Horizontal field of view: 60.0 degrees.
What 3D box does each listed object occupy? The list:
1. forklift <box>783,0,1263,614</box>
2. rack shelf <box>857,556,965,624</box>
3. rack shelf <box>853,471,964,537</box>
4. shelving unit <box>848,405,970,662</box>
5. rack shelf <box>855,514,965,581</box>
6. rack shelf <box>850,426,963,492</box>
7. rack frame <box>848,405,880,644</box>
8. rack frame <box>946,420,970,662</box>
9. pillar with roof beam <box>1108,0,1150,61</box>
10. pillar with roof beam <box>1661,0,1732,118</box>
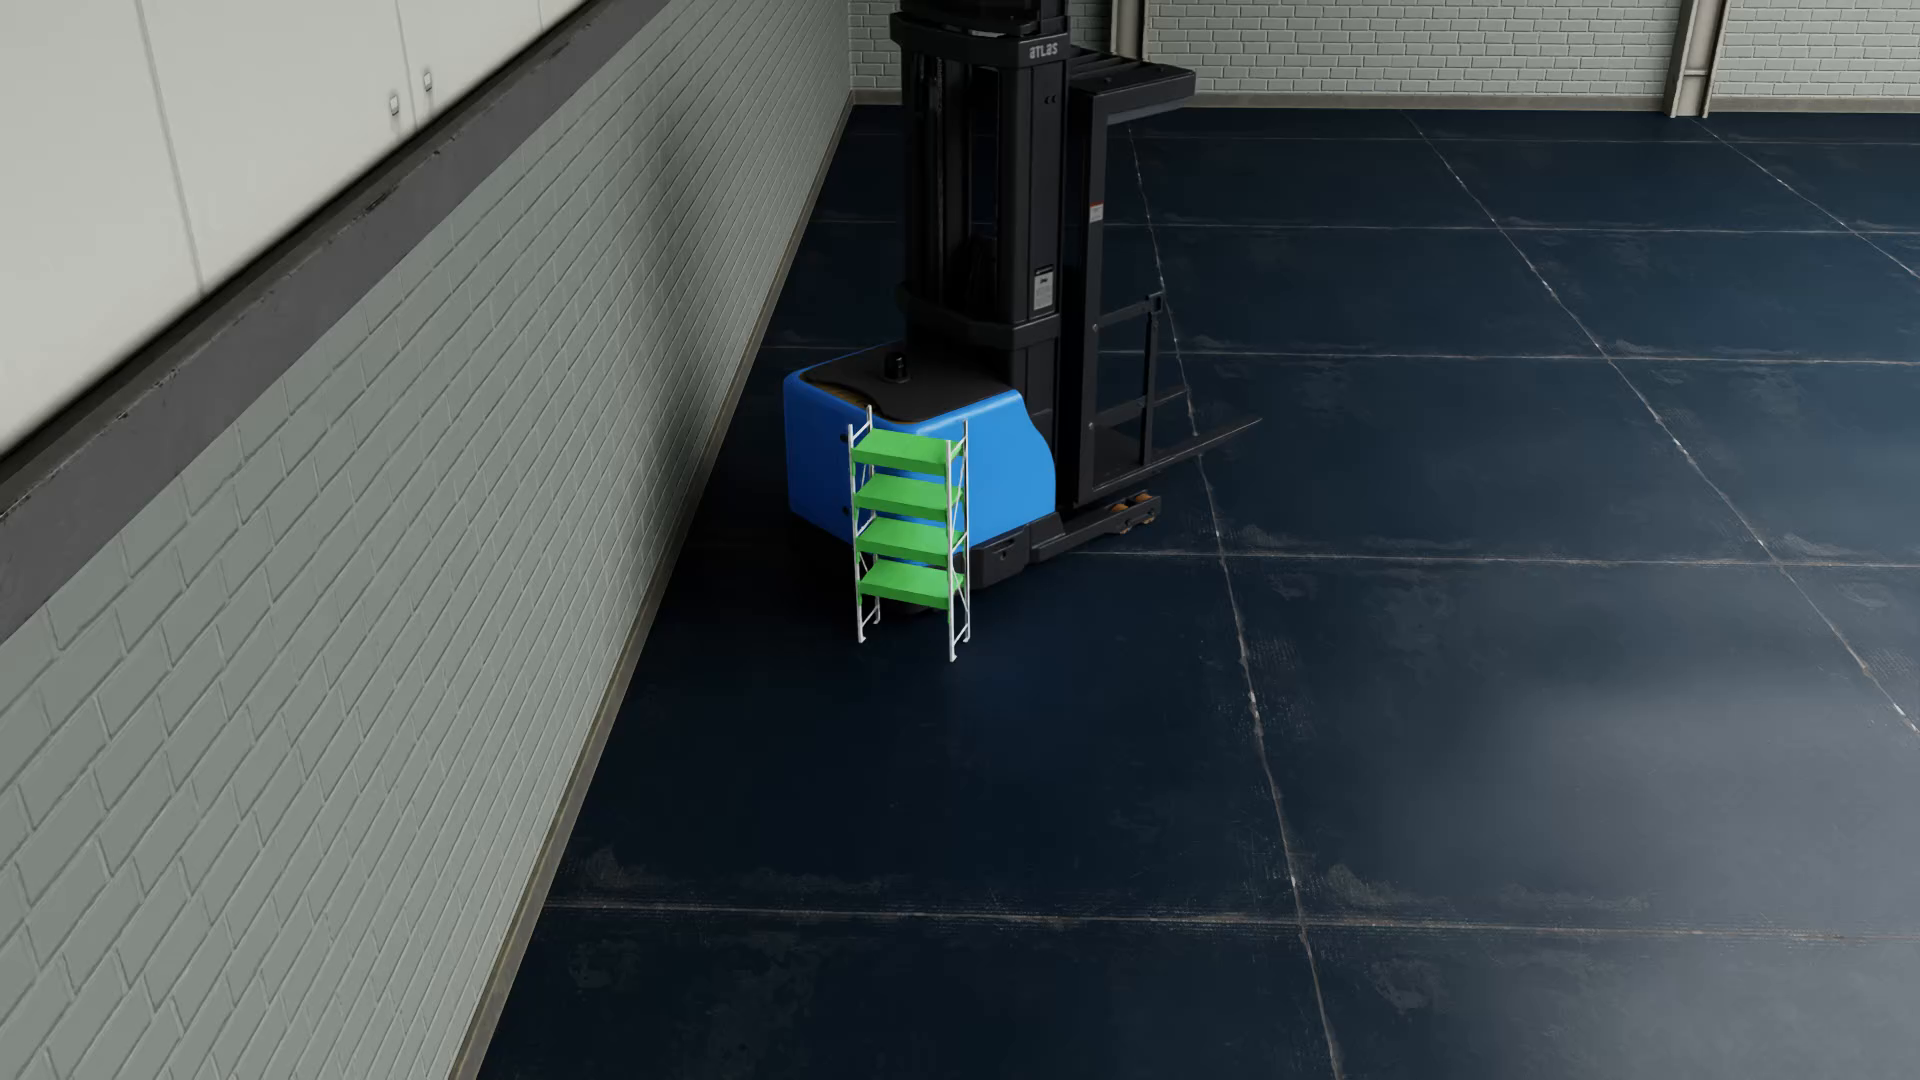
[{"bbox_3d":[0.505,-1.492,8.935,3.031,2.935,1.130,-23,35,-36],"label":"forklift"},{"bbox_3d":[-0.232,0.242,8.151,0.480,0.148,0.258,10,31,18],"label":"rack shelf"},{"bbox_3d":[-0.238,-0.175,7.914,0.480,0.148,0.258,10,31,18],"label":"rack shelf"},{"bbox_3d":[-0.236,-0.022,8.001,0.503,1.200,0.258,10,31,18],"label":"shelving unit"},{"bbox_3d":[-0.235,0.034,8.033,0.480,0.148,0.258,10,31,18],"label":"rack shelf"},{"bbox_3d":[-0.241,-0.384,7.795,0.480,0.148,0.258,10,31,18],"label":"rack shelf"},{"bbox_3d":[-0.464,-0.063,8.078,0.015,1.200,0.240,10,31,18],"label":"rack frame"},{"bbox_3d":[-0.008,0.019,7.924,0.015,1.200,0.240,10,31,18],"label":"rack frame"},{"bbox_3d":[1.643,-6.646,12.180,0.400,9.000,9.100,1,28,2],"label":"pillar with roof beam"},{"bbox_3d":[7.640,-6.547,11.992,0.400,9.000,9.100,1,28,2],"label":"pillar with roof beam"}]
